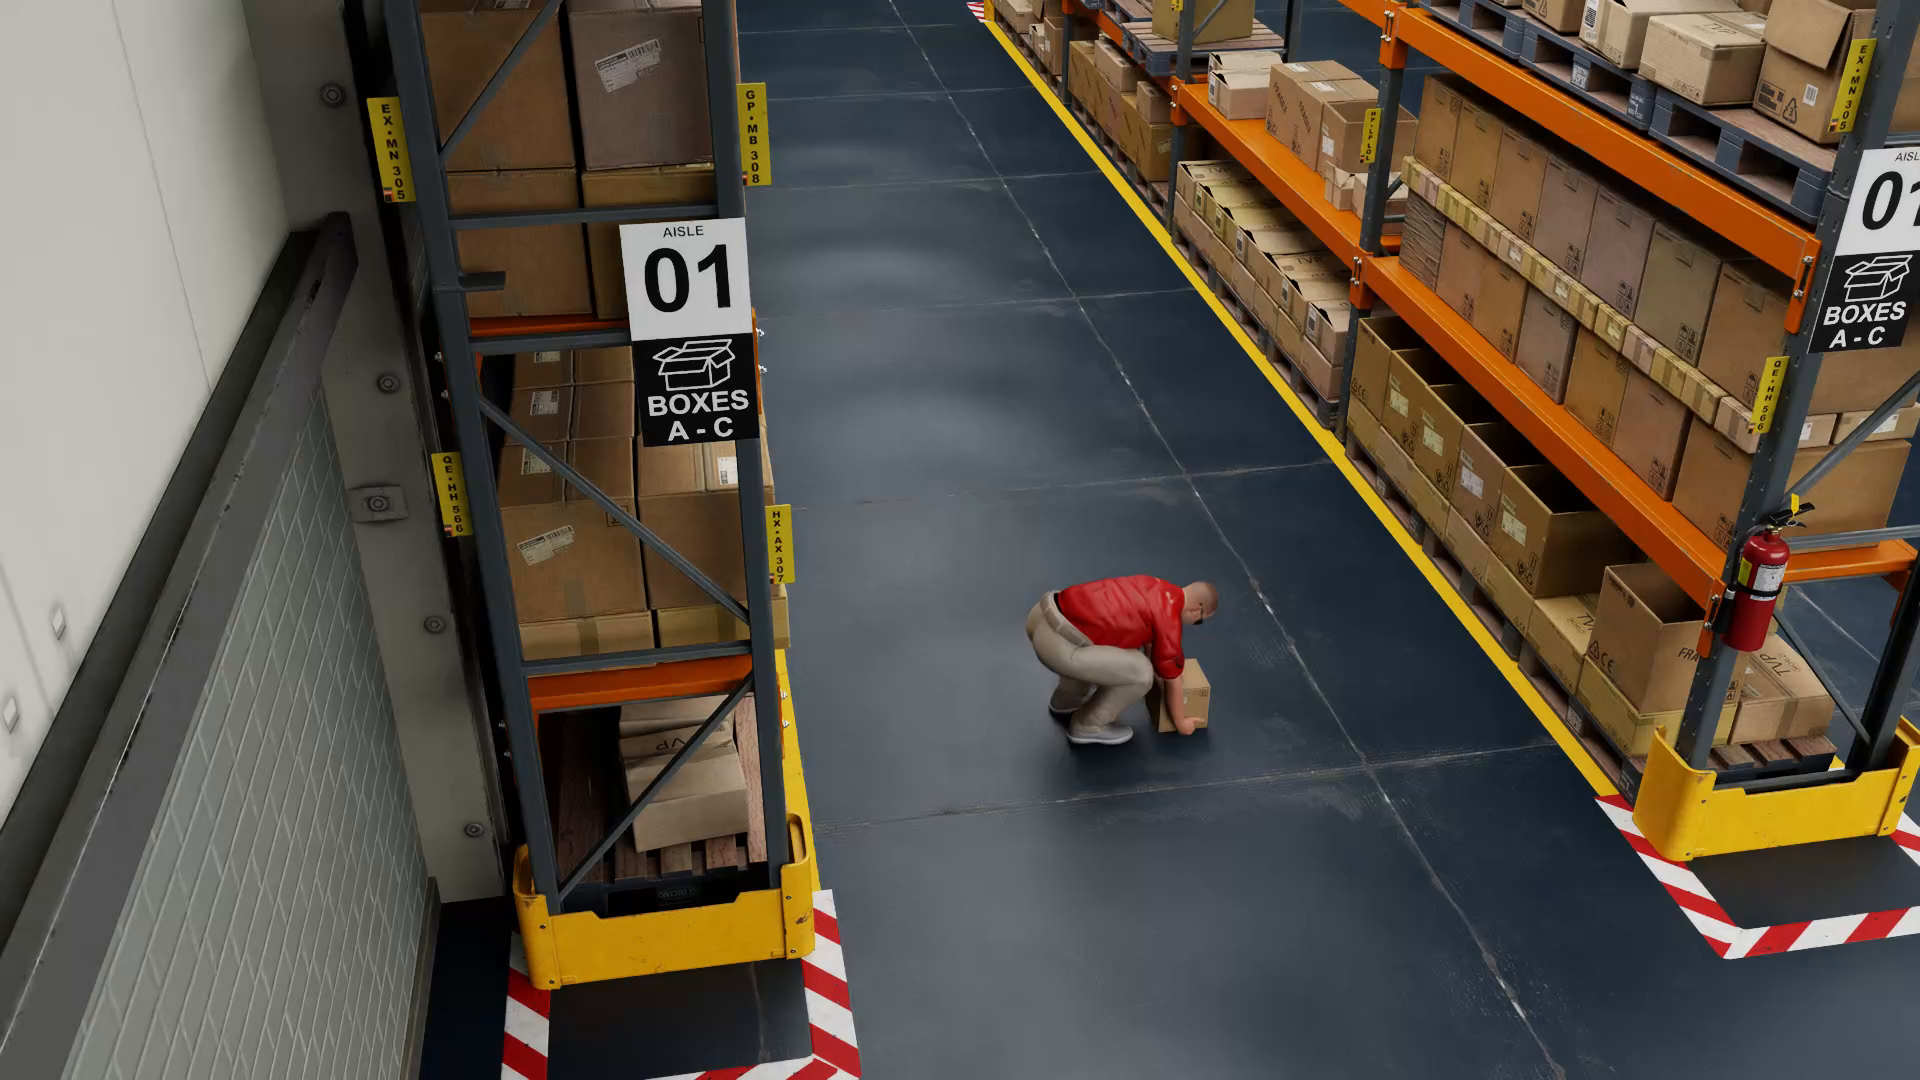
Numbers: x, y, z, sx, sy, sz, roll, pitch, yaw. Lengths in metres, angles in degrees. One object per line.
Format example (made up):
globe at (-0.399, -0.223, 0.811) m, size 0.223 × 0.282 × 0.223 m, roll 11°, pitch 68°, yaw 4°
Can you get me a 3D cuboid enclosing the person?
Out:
person at (0.791, 0.564, 8.136) m, size 0.953 × 0.816 × 0.528 m, roll -6°, pitch 31°, yaw -10°
